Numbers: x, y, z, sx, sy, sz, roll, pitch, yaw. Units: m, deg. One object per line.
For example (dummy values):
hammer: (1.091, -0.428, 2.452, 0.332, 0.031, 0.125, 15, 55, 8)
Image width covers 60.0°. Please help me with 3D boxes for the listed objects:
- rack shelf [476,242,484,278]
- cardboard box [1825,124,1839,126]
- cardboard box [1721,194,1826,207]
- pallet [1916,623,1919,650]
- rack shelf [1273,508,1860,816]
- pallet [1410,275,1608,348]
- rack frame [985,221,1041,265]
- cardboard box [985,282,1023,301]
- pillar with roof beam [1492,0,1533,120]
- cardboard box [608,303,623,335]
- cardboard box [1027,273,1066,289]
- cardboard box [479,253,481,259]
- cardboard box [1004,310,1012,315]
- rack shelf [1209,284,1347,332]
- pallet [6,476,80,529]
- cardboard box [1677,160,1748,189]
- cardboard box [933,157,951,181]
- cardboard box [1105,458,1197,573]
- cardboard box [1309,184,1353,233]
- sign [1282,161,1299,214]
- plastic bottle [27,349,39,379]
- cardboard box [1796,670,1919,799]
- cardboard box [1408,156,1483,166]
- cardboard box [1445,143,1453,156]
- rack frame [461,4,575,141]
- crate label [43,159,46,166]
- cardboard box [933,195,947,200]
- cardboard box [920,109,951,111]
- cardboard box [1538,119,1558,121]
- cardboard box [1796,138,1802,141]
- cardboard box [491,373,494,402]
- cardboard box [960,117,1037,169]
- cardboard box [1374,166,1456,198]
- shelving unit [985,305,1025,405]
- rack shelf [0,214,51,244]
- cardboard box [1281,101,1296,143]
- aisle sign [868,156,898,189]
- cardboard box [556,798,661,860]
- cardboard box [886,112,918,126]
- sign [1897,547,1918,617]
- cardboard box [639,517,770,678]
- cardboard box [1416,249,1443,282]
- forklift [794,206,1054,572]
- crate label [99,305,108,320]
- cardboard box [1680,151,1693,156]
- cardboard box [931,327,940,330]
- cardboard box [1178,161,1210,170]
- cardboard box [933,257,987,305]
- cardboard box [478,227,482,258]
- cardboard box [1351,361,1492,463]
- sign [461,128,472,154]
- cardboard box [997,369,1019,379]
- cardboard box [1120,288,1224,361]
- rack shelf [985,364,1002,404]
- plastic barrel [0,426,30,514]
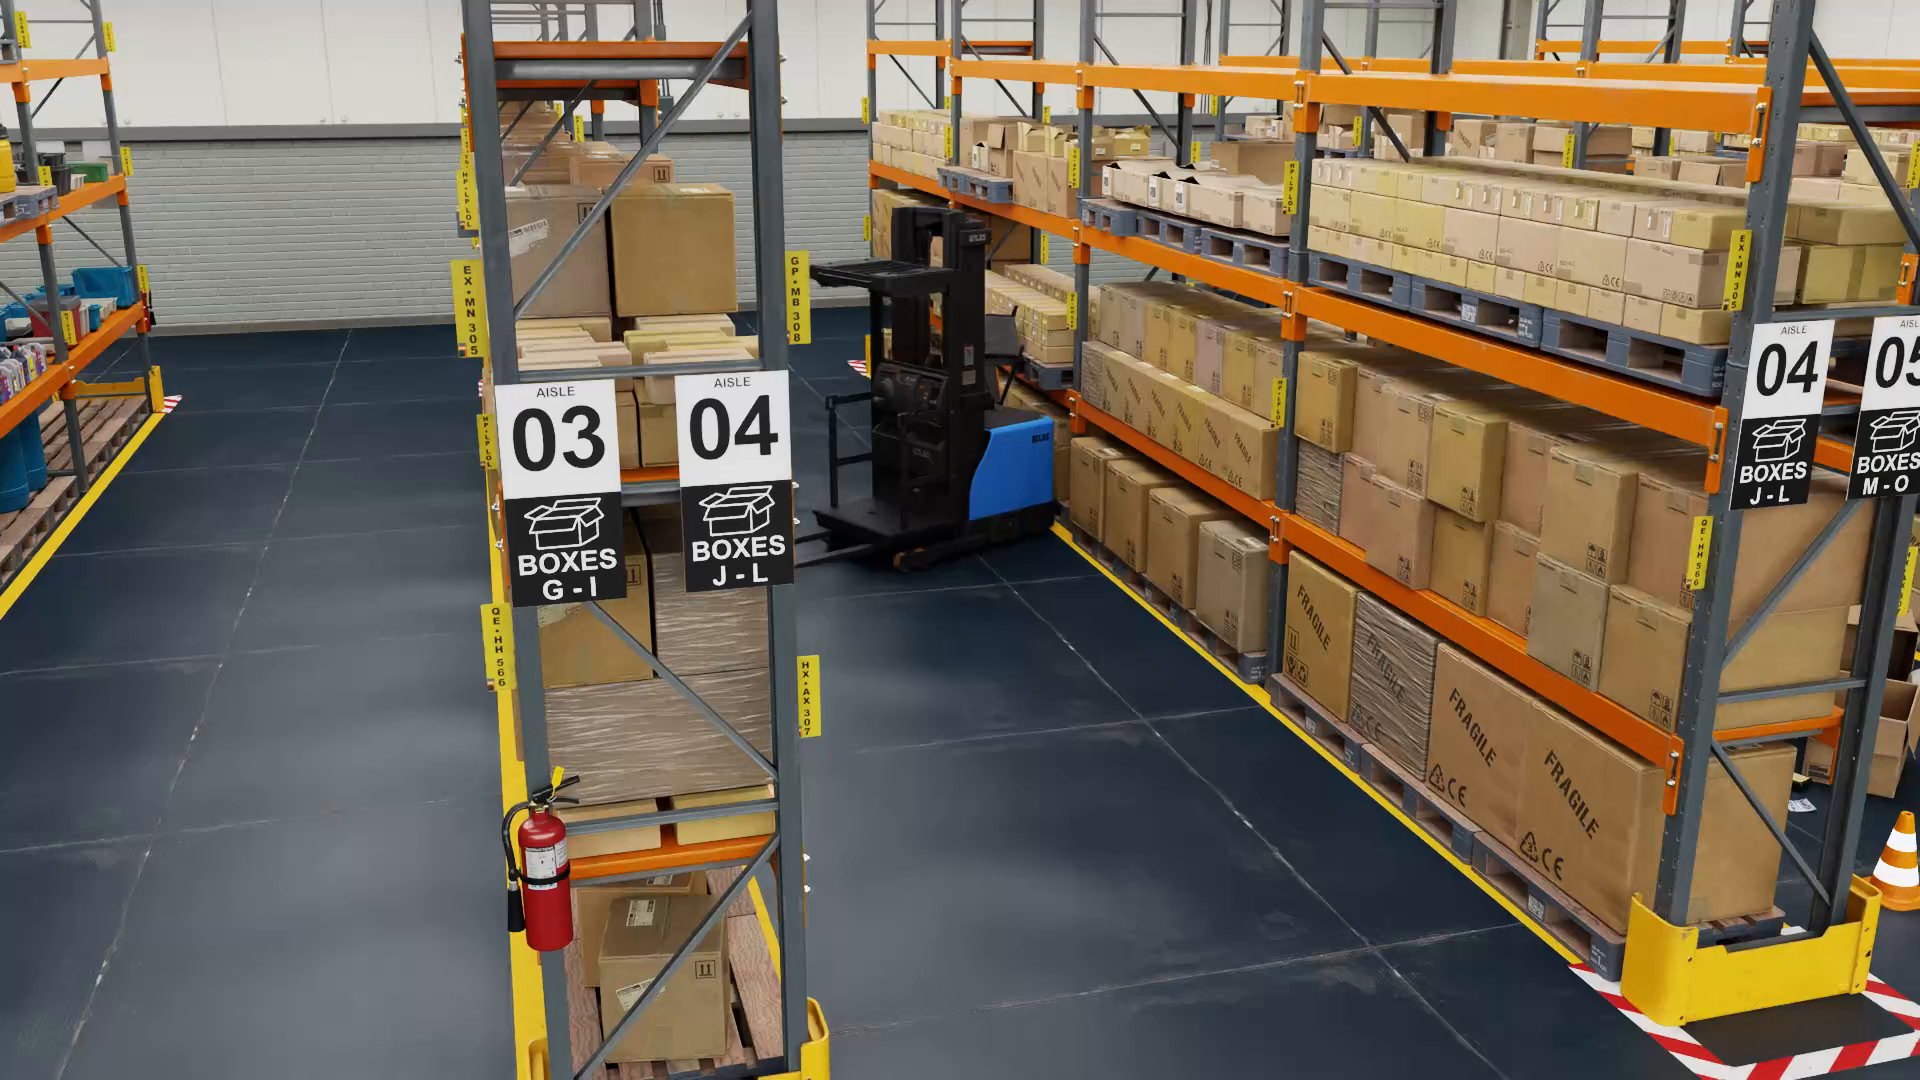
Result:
rack shelf: (-2.748, -1.703, 11.444, 1.077, 0.370, 4.000, -5, 17, -15)
cardboard box: (10.377, -4.796, 19.507, 0.380, 0.149, 0.250, -5, 18, -17)
cardboard box: (3.774, -1.520, 7.732, 0.380, 0.149, 0.250, -5, 17, -16)
pallet: (7.549, 0.677, 12.331, 1.003, 0.211, 1.213, -5, 17, -15)
rack shelf: (3.148, 0.476, 9.405, 1.077, 0.370, 4.000, -5, 17, -15)
pallet: (3.145, -1.252, 8.847, 1.003, 0.211, 1.213, -5, 17, -15)
rack frame: (0.400, -2.635, 18.510, 1.000, 3.000, 0.127, -5, 17, -15)
cardboard box: (0.423, -2.498, 16.726, 0.380, 0.149, 0.250, -4, 17, -13)
pillar with roof beam: (4.791, -7.904, 25.623, 9.100, 9.000, 0.400, -5, 17, -15)
cardboard box: (-1.390, -1.029, 7.519, 0.380, 0.149, 0.250, -5, 17, -16)
cardboard box: (0.914, -2.687, 17.355, 0.380, 0.149, 0.250, -5, 17, -15)
cardboard box: (-4.780, -2.807, 17.521, 0.500, 0.500, 0.500, -4, 17, -14)
cardboard box: (0.642, -2.137, 16.042, 0.380, 0.149, 0.250, -5, 17, -16)
rack shelf: (4.582, -3.263, 21.851, 1.077, 0.370, 4.000, -5, 17, -15)
pallet: (-8.987, -0.327, 15.674, 1.003, 0.211, 1.213, -5, 17, -15)
cardboard box: (6.678, -3.014, 14.379, 0.797, 0.503, 0.637, -5, 17, -15)
cardboard box: (0.006, -4.114, 18.481, 0.500, 0.250, 0.500, -4, 17, -14)
cardboard box: (1.824, -0.235, 13.701, 1.050, 0.750, 0.750, -4, 17, -14)
cardboard box: (2.464, -2.021, 10.092, 0.500, 0.250, 0.500, -5, 17, -15)
sign: (2.080, -2.211, 10.440, 0.100, 0.325, 0.005, -5, 17, -15)
plastic bottle: (-8.639, -1.635, 15.398, 0.152, 0.276, 0.135, -5, 17, -15)
cardboard box: (5.513, 1.175, 10.166, 0.637, 0.503, 0.797, 11, 20, 32)
cardboard box: (3.006, -2.293, 10.305, 0.380, 0.149, 0.250, -5, 17, -16)
cardboard box: (5.297, -4.095, 17.659, 0.396, 0.266, 0.258, -3, 17, -11)
rack frame: (-4.397, -5.144, 16.435, 1.000, 3.000, 0.127, -5, 17, -15)
crate label: (-10.315, -4.070, 18.333, 0.408, 0.251, 0.502, -5, 17, -15)
cardboard box: (-0.043, -4.020, 20.693, 0.500, 0.500, 0.500, -4, 17, -12)
cardboard box: (-0.325, -5.468, 21.425, 0.380, 0.149, 0.250, -5, 17, -16)
cardboard box: (8.685, -6.158, 23.900, 0.500, 0.250, 0.500, -5, 17, -16)
cardboard box: (9.886, -4.617, 19.426, 0.380, 0.149, 0.250, -5, 17, -16)
cardboard box: (-1.615, -0.567, 6.674, 0.500, 0.250, 0.500, -5, 17, -15)
cardboard box: (0.399, -4.207, 17.626, 0.700, 0.500, 0.500, -5, 17, -15)
cardboard box: (2.583, -2.031, 9.432, 0.380, 0.149, 0.250, -5, 17, -16)
shelving unit: (0.142, -1.396, 16.148, 0.431, 2.100, 0.503, 2, 55, -14)
rack shelf: (-8.609, -2.418, 13.824, 1.077, 0.370, 4.000, -5, 17, -15)
cardboard box: (4.442, -5.325, 21.173, 0.500, 0.500, 0.500, -4, 17, -14)
aisle sign: (-1.008, -4.983, 21.808, 0.394, 0.787, 0.004, -5, 17, -15)
cardboard box: (-1.376, 1.106, 6.492, 0.380, 0.149, 0.250, -5, 17, -15)
cardboard box: (-0.706, -5.209, 20.563, 0.380, 0.149, 0.250, -4, 17, -14)
sign: (4.233, 0.190, 7.464, 0.100, 0.325, 0.005, -5, 17, -15)
cardboard box: (-0.988, 0.206, 6.625, 0.500, 0.500, 0.500, -5, 17, -15)
cardboard box: (2.724, -1.508, 9.076, 0.380, 0.149, 0.250, -5, 17, -15)
forklift: (-0.589, -1.301, 14.188, 3.031, 2.935, 1.130, -14, 22, -39)
crate label: (-9.694, -2.520, 18.483, 0.396, 0.136, 0.243, -5, 17, -15)
cardboard box: (9.456, -4.908, 21.300, 0.380, 0.149, 0.250, -5, 17, -15)
cardboard box: (-0.310, -2.736, 22.037, 0.380, 0.149, 0.250, -4, 17, -15)
cardboard box: (2.075, -2.906, 13.450, 0.500, 0.311, 0.500, -5, 17, -15)
cardboard box: (-0.004, -2.937, 18.824, 0.500, 0.500, 0.500, -5, 17, -15)
cardboard box: (-3.272, -2.237, 12.232, 0.500, 0.250, 0.500, -4, 17, -14)
cardboard box: (2.930, -0.763, 10.142, 0.875, 0.550, 0.550, -5, 17, -15)
sign: (-4.930, -3.949, 16.633, 0.100, 0.325, 0.005, -5, 17, -15)
cardboard box: (0.498, -1.626, 17.462, 0.500, 0.250, 0.500, -4, 17, -14)
cardboard box: (1.754, -1.791, 13.787, 0.700, 0.500, 0.500, -5, 17, -16)
rack shelf: (0.139, -1.388, 16.159, 0.431, 0.518, 0.480, 2, 55, -14)
plastic barrel: (-8.831, -0.728, 15.078, 0.600, 0.901, 0.708, -5, 17, -15)
